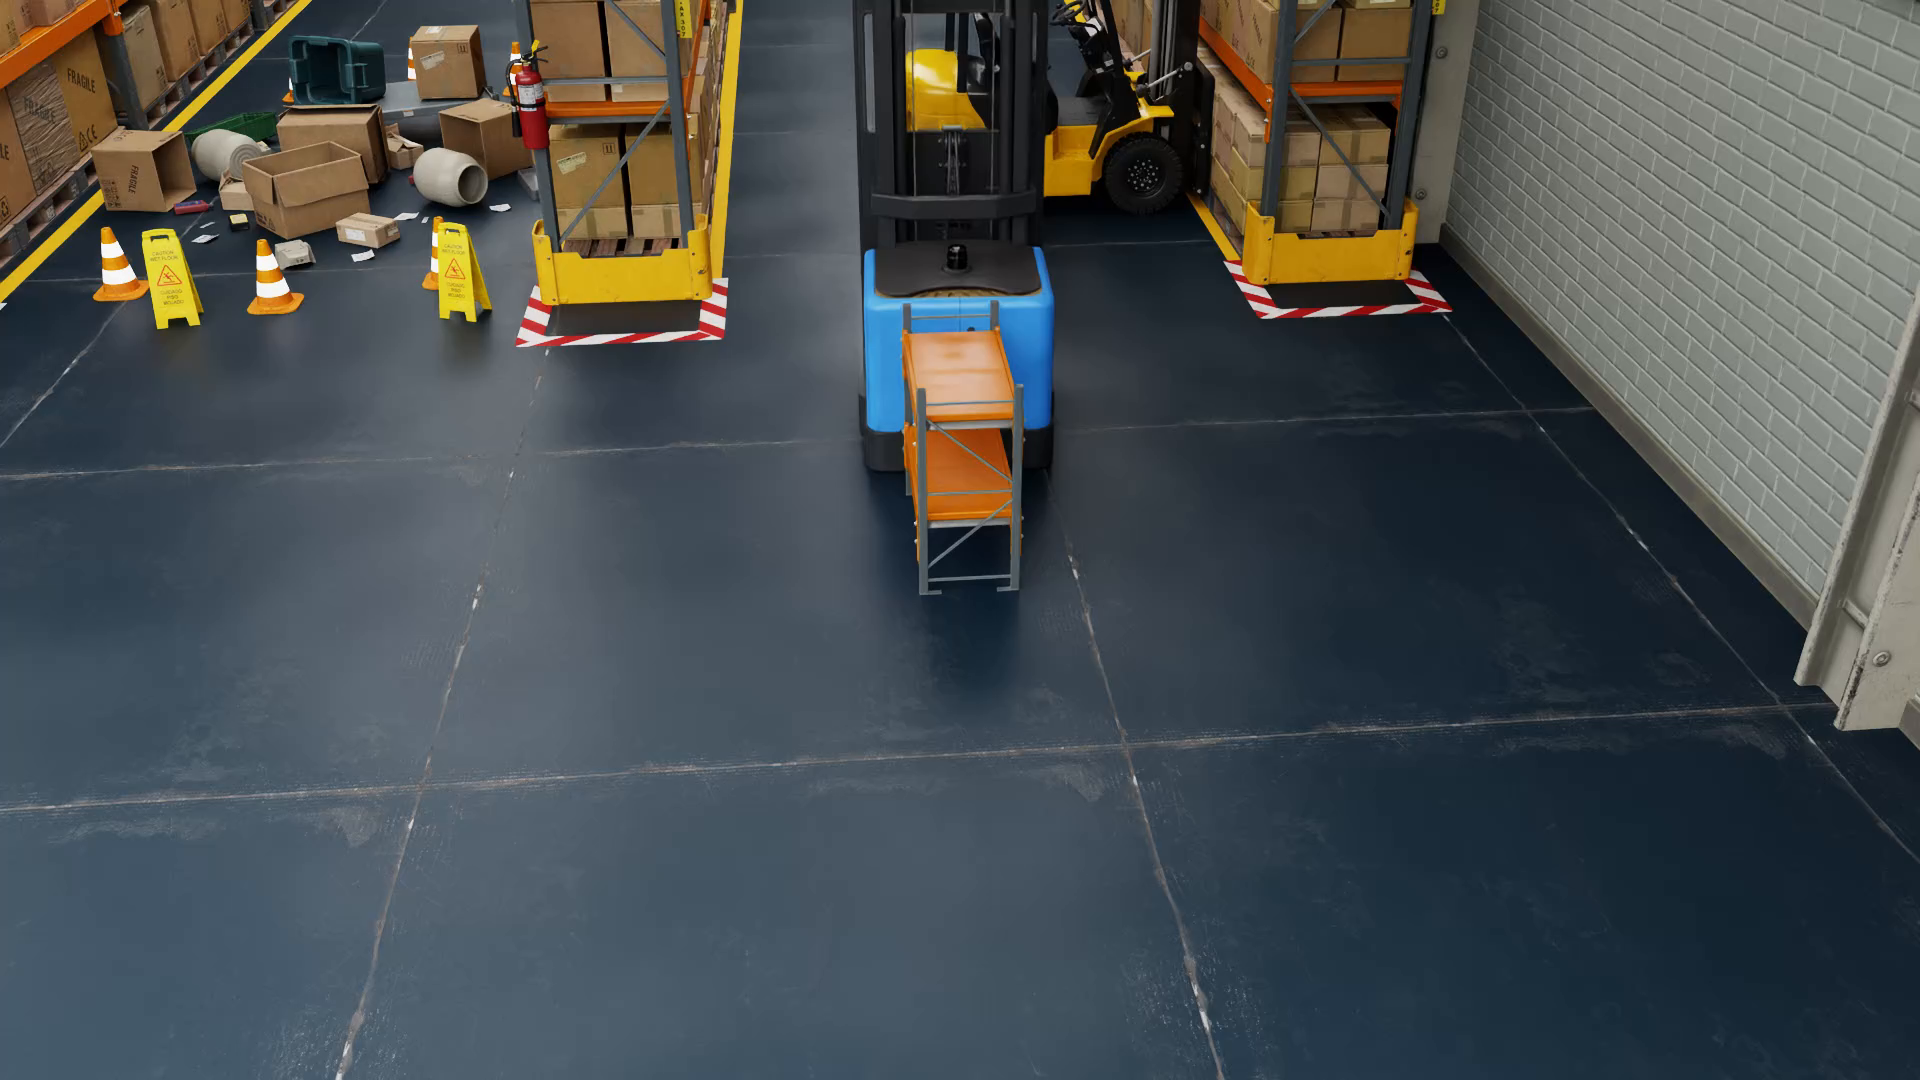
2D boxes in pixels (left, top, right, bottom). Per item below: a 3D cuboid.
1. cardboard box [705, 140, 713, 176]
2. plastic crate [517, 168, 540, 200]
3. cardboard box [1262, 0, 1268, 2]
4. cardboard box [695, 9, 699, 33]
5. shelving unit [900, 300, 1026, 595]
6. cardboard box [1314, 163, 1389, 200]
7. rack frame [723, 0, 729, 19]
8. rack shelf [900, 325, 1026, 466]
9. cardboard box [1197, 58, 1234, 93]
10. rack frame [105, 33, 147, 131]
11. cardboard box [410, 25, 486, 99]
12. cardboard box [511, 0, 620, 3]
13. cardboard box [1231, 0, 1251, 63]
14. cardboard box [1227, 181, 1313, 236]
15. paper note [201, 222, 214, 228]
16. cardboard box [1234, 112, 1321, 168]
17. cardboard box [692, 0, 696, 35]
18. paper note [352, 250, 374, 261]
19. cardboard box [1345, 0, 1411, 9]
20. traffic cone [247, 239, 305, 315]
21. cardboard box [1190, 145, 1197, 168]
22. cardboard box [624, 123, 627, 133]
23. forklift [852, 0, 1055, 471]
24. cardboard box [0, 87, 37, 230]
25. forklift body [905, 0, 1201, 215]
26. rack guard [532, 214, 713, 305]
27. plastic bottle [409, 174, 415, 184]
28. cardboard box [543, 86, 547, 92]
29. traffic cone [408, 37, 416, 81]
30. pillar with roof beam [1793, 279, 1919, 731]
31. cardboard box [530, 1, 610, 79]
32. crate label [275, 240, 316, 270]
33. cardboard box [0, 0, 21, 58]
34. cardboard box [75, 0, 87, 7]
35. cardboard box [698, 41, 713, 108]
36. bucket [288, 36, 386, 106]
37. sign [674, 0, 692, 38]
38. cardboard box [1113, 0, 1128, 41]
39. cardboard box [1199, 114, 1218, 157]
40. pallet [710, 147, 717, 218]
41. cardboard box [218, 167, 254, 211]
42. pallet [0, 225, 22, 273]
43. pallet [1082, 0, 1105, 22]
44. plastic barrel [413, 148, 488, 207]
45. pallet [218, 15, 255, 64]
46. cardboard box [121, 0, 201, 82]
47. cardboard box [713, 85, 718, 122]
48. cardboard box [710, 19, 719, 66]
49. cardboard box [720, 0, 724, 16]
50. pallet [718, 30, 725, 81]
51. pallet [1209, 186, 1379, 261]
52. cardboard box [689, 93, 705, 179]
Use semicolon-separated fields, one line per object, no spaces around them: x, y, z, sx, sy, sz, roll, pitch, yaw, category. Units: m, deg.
-2.221;-2.944;13.025;0.500;0.250;0.500;-1;31;-1;cardboard box
-3.360;-2.928;13.574;0.402;0.080;0.583;-14;33;-22;plastic crate
2.260;-3.834;11.513;0.380;0.149;0.250;-2;31;-4;cardboard box
-2.205;-3.984;12.741;0.380;0.149;0.250;-2;31;-4;cardboard box
-0.001;-0.486;8.467;0.538;1.125;1.048;-3;31;-5;shelving unit
2.788;-2.684;12.103;0.500;0.250;0.500;-2;31;-4;cardboard box
-3.064;-7.064;17.652;1.000;3.000;0.127;-3;31;-5;rack frame
-0.001;-0.738;8.317;0.538;0.278;1.000;-3;31;-5;rack shelf
2.121;-3.645;13.225;0.500;0.250;0.500;-3;31;-6;cardboard box
-7.610;-4.733;13.749;1.000;3.000;0.127;-3;31;-5;rack frame
-4.460;-4.173;14.511;0.500;0.500;0.500;-3;31;-5;cardboard box
-2.582;-3.830;10.874;0.700;0.500;0.500;-3;31;-6;cardboard box
2.278;-3.766;12.033;0.500;0.500;0.500;-2;31;-3;cardboard box
2.266;-2.444;12.189;0.500;0.250;0.500;-3;31;-4;cardboard box
-5.795;-2.425;12.800;0.032;0.001;0.123;13;33;21;paper note
2.271;-2.869;11.925;0.500;0.250;0.500;-2;31;-3;cardboard box
-2.185;-3.930;12.017;0.500;0.500;0.500;-3;31;-6;cardboard box
-4.387;-2.092;12.223;0.148;0.019;0.142;-14;33;-22;paper note
2.851;-3.727;11.334;0.380;0.149;0.250;-4;31;-6;cardboard box
-4.715;-1.822;11.349;0.336;0.463;0.334;-3;31;-5;traffic cone
2.121;-3.218;13.485;0.500;0.250;0.500;-2;31;-3;cardboard box
-2.704;-2.964;12.328;0.500;0.500;0.500;-2;31;-3;cardboard box
-0.064;-2.363;9.848;1.130;2.935;3.031;-1;31;-2;forklift
-7.449;-2.751;12.094;0.875;0.875;0.875;-3;31;-5;cardboard box
0.631;-3.736;12.907;2.313;2.155;1.214;-3;31;-5;forklift body
-2.324;-1.945;11.520;1.175;0.500;0.348;-3;31;-5;rack guard
-4.437;-3.012;13.733;0.133;0.061;0.283;2;31;4;plastic bottle
-2.699;-3.177;11.388;0.380;0.149;0.250;-3;31;-5;cardboard box
-5.223;-4.599;15.998;0.336;0.463;0.334;-3;31;-5;traffic cone
-0.269;-2.924;4.870;9.100;9.000;0.400;-3;31;-5;pillar with roof beam
-2.642;-3.414;11.153;0.500;0.500;0.500;-3;31;-5;cardboard box
-4.850;-2.080;12.099;0.250;0.136;0.298;-20;36;-30;crate label
-7.407;-3.783;12.012;0.875;0.550;0.500;-3;31;-5;cardboard box
-7.563;-4.610;13.396;0.875;0.550;0.550;-3;31;-5;cardboard box
-2.319;-3.795;13.719;0.500;0.500;0.500;-2;31;-4;cardboard box
-5.301;-4.021;14.267;0.726;0.611;0.620;8;22;13;bucket
-1.777;-3.378;10.635;0.100;0.325;0.005;-3;31;-5;sign
2.054;-5.469;16.887;0.875;0.625;0.625;-4;31;-7;cardboard box
2.163;-3.187;12.944;0.500;0.250;0.500;-3;31;-6;cardboard box
-2.476;-2.859;13.331;1.003;0.211;1.213;-3;31;-5;pallet
-5.615;-2.770;13.129;0.396;0.266;0.258;2;31;4;cardboard box
-7.388;-1.898;11.722;1.003;0.211;1.213;-3;31;-5;pallet
1.915;-5.685;18.061;1.003;0.211;1.213;-3;31;-5;pallet
-4.017;-2.856;13.118;0.512;0.421;0.421;20;36;29;plastic barrel
-7.985;-5.172;17.203;1.003;0.211;1.213;-3;31;-5;pallet
-7.843;-4.753;15.567;1.050;0.750;0.750;-3;31;-5;cardboard box
-2.368;-3.733;14.346;0.500;0.250;0.500;-1;31;-2;cardboard box
-2.813;-4.709;15.861;0.950;0.372;0.625;-1;31;-1;cardboard box
-3.022;-5.827;17.734;0.950;0.372;0.625;-5;31;-8;cardboard box
-2.882;-4.847;16.658;1.003;0.211;1.213;-3;31;-5;pallet
2.512;-2.411;12.580;1.003;0.211;1.213;-3;31;-5;pallet
-2.173;-3.006;12.397;0.500;0.500;0.500;-4;31;-6;cardboard box
